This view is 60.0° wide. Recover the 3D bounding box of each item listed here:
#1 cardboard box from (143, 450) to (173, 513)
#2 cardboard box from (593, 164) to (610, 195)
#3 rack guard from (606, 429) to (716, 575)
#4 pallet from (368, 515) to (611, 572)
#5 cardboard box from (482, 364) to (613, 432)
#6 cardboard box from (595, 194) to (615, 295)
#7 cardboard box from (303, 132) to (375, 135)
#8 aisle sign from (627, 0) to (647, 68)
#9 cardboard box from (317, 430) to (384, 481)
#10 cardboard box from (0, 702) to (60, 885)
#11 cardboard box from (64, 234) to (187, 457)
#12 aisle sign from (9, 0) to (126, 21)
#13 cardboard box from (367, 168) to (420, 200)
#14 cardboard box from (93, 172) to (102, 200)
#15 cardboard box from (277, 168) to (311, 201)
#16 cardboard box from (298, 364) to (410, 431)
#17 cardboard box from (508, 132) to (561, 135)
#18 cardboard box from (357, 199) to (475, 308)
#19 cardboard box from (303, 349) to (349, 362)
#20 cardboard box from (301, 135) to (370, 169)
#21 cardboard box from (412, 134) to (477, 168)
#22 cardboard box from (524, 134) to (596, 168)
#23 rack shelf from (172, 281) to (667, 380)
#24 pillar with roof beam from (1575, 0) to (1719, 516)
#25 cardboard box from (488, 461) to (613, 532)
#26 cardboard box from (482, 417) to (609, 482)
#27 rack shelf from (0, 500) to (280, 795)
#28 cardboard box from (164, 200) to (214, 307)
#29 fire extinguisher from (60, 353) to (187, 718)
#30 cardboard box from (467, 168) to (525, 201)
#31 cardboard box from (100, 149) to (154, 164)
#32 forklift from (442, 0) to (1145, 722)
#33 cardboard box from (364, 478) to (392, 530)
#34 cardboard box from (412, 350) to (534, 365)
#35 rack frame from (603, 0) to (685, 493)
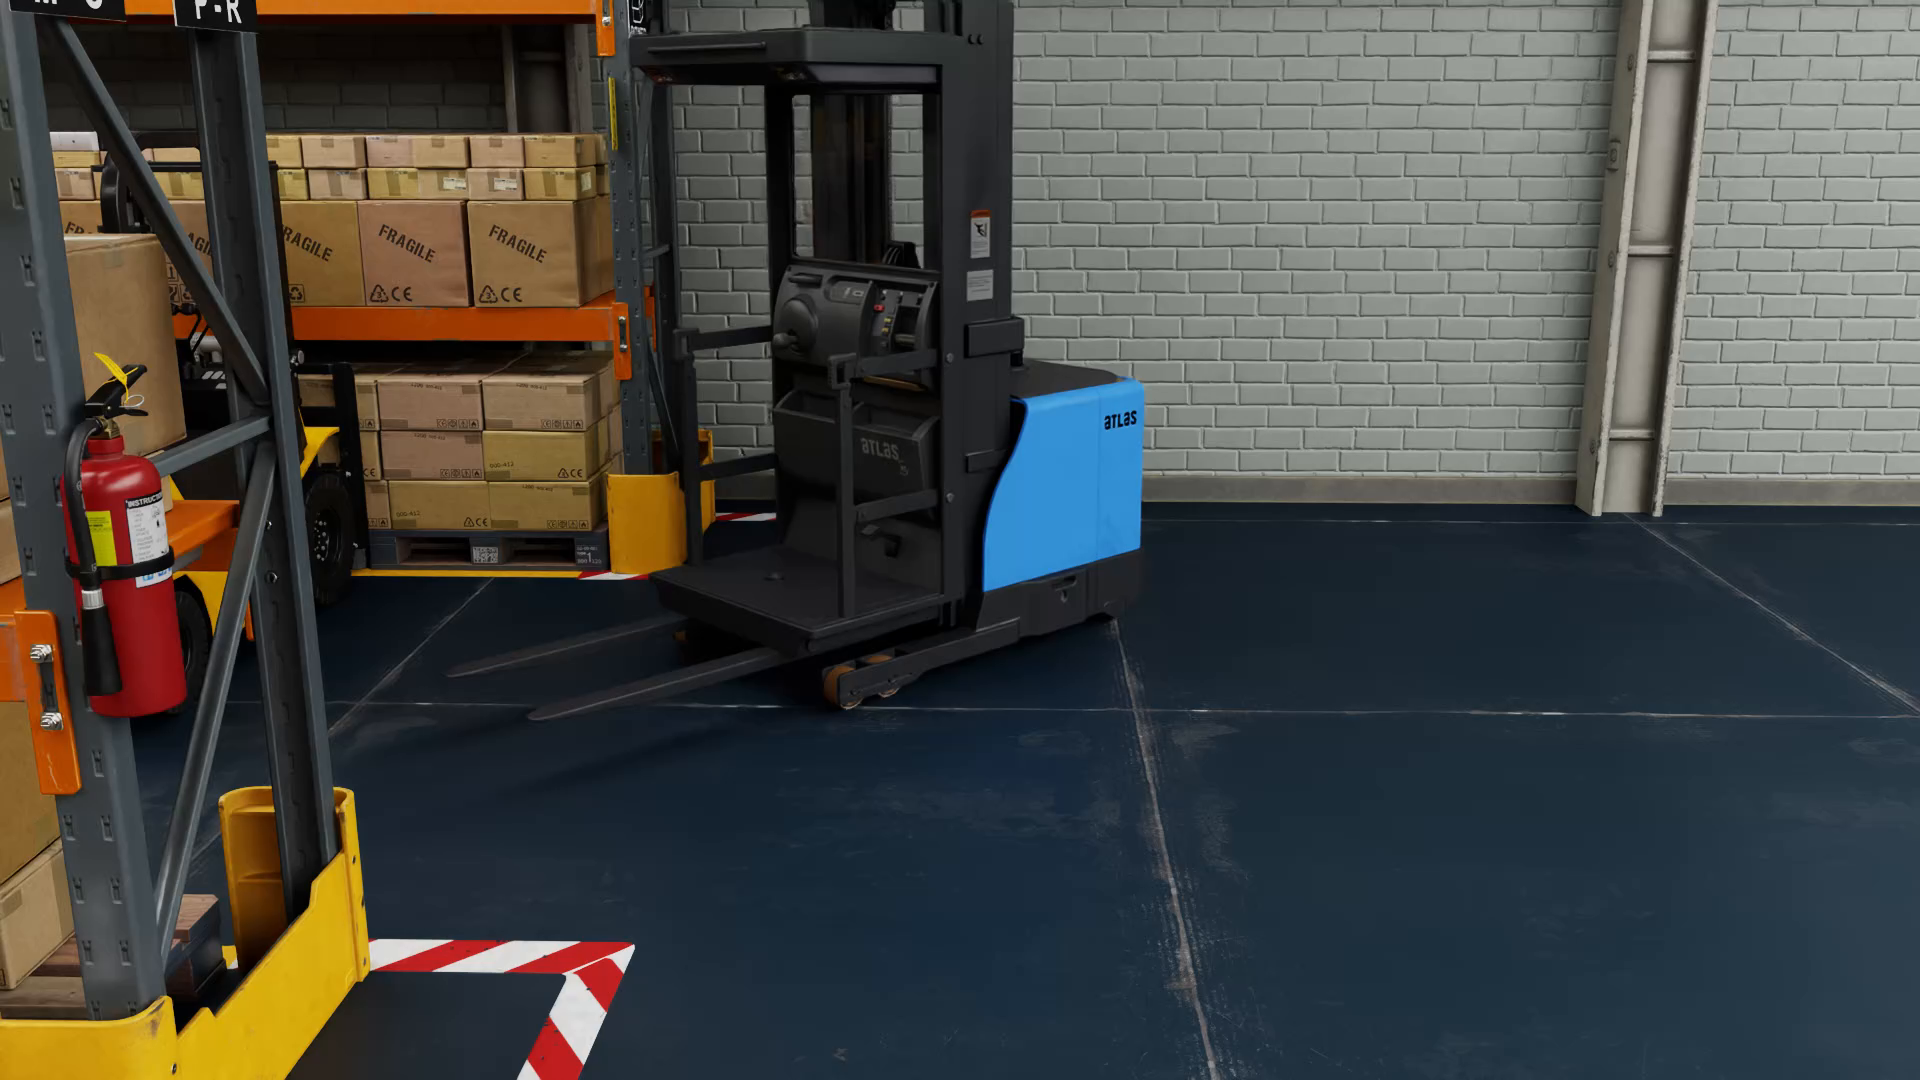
[{"bbox_3d":[-2.028,-0.097,3.820,0.250,0.149,0.380,0,15,2],"label":"cardboard box"},{"bbox_3d":[-1.903,-1.860,8.541,0.250,0.149,0.380,0,15,0],"label":"cardboard box"},{"bbox_3d":[-1.547,-0.221,8.696,0.348,0.500,1.175,0,15,1],"label":"rack guard"},{"bbox_3d":[-2.337,-0.075,8.712,1.213,0.211,1.003,0,15,1],"label":"pallet"},{"bbox_3d":[-2.039,-0.710,8.257,0.500,0.250,0.500,1,15,3],"label":"cardboard box"},{"bbox_3d":[-2.059,-1.552,8.646,0.500,0.500,0.500,1,15,3],"label":"cardboard box"},{"bbox_3d":[-3.197,-2.028,8.596,0.250,0.149,0.380,0,15,0],"label":"cardboard box"},{"bbox_3d":[-1.513,-2.611,7.761,0.004,0.787,0.394,0,15,1],"label":"aisle sign"},{"bbox_3d":[-3.083,-0.472,8.336,0.500,0.250,0.500,0,15,0],"label":"cardboard box"},{"bbox_3d":[-2.517,0.525,4.069,0.500,0.500,0.500,0,15,0],"label":"cardboard box"},{"bbox_3d":[-2.160,-0.430,3.809,0.500,0.500,0.500,0,15,1],"label":"cardboard box"},{"bbox_3d":[-1.640,-1.346,2.966,0.004,0.787,0.394,0,15,1],"label":"aisle sign"},{"bbox_3d":[-2.686,-1.738,8.080,0.250,0.149,0.380,0,15,1],"label":"cardboard box"},{"bbox_3d":[-3.979,-1.733,8.060,0.250,0.149,0.380,0,15,0],"label":"cardboard box"},{"bbox_3d":[-3.208,-1.724,8.028,0.250,0.149,0.380,0,15,2],"label":"cardboard box"},{"bbox_3d":[-3.055,-0.712,8.267,0.500,0.250,0.500,1,15,2],"label":"cardboard box"},{"bbox_3d":[-2.166,-2.010,8.526,0.250,0.149,0.380,1,15,3],"label":"cardboard box"},{"bbox_3d":[-2.588,-1.420,8.145,0.500,0.500,0.500,1,15,3],"label":"cardboard box"},{"bbox_3d":[-3.558,-0.851,8.793,0.500,0.250,0.500,0,15,0],"label":"cardboard box"},{"bbox_3d":[-2.954,-1.866,7.983,0.250,0.149,0.380,1,15,3],"label":"cardboard box"},{"bbox_3d":[-2.444,-1.872,8.006,0.250,0.149,0.380,1,15,3],"label":"cardboard box"},{"bbox_3d":[-1.934,-1.884,8.050,0.250,0.149,0.380,0,15,2],"label":"cardboard box"},{"bbox_3d":[-3.570,-1.095,8.519,4.000,0.370,1.077,0,15,1],"label":"rack shelf"},{"bbox_3d":[3.644,-3.428,4.192,0.400,9.000,9.100,0,15,1],"label":"pillar with roof beam"},{"bbox_3d":[-2.049,-0.225,8.381,0.500,0.250,0.500,0,15,2],"label":"cardboard box"},{"bbox_3d":[-2.066,-0.468,8.321,0.500,0.250,0.500,0,15,1],"label":"cardboard box"},{"bbox_3d":[-3.693,0.171,3.721,4.000,0.370,1.077,0,15,1],"label":"rack shelf"},{"bbox_3d":[-3.603,-1.423,8.159,0.500,0.500,0.500,0,15,2],"label":"cardboard box"},{"bbox_3d":[-1.591,-0.008,3.141,0.183,0.674,0.296,0,15,1],"label":"fire extinguisher"},{"bbox_3d":[-2.181,-1.716,7.998,0.250,0.149,0.380,1,15,2],"label":"cardboard box"},{"bbox_3d":[-3.969,-1.895,8.093,0.250,0.149,0.380,0,15,1],"label":"cardboard box"},{"bbox_3d":[-0.583,-0.917,6.569,3.031,2.935,1.130,-14,20,-42],"label":"forklift"},{"bbox_3d":[-3.046,-0.237,8.424,0.500,0.250,0.500,1,15,2],"label":"cardboard box"},{"bbox_3d":[-2.546,-0.840,8.751,0.500,0.250,0.500,0,15,2],"label":"cardboard box"},{"bbox_3d":[-1.571,-1.429,8.378,0.127,3.000,1.000,0,15,1],"label":"rack frame"}]
